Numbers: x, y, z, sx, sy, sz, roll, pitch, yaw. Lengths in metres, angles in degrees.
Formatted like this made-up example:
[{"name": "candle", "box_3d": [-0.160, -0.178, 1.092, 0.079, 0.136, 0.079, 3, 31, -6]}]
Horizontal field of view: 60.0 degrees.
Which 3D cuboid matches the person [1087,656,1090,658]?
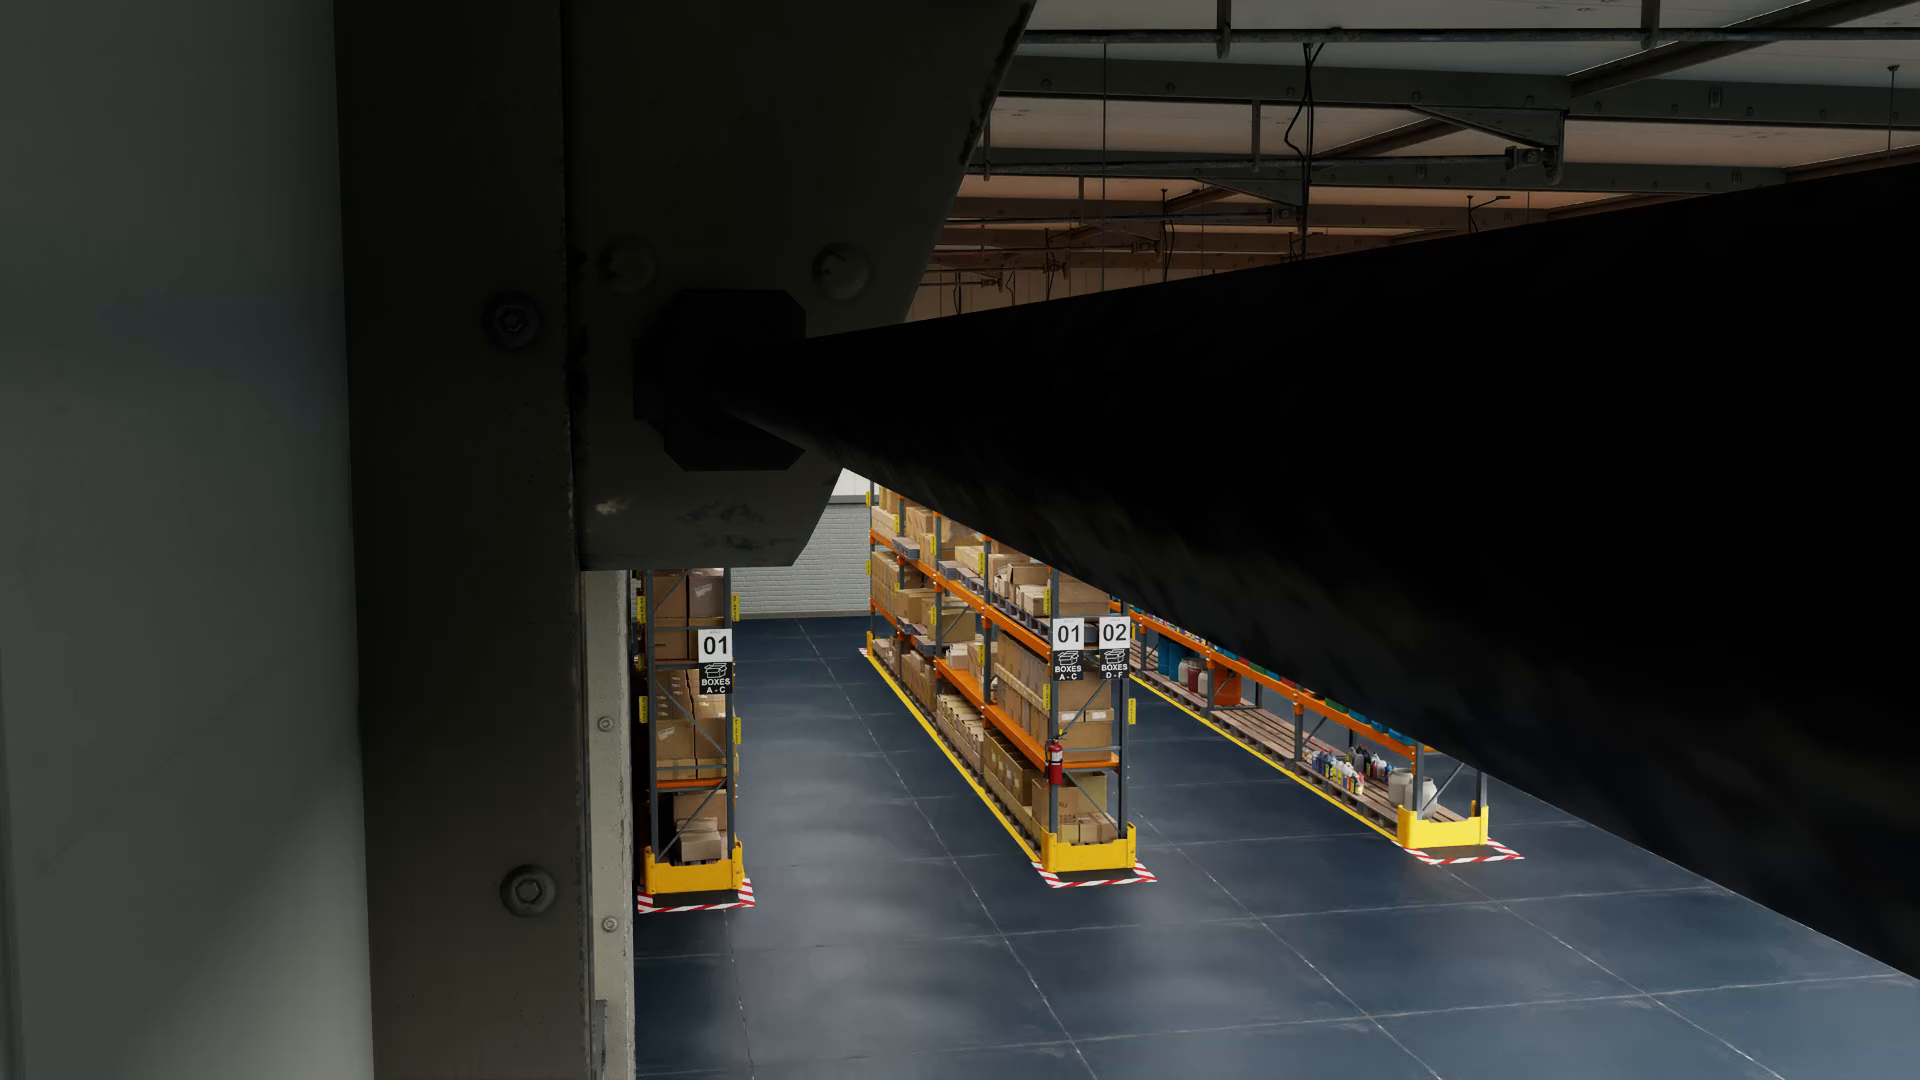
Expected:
[{"name": "person", "box_3d": [2.210, 2.229, 30.988, 0.651, 1.770, 0.834, -3, 7, -24]}]
